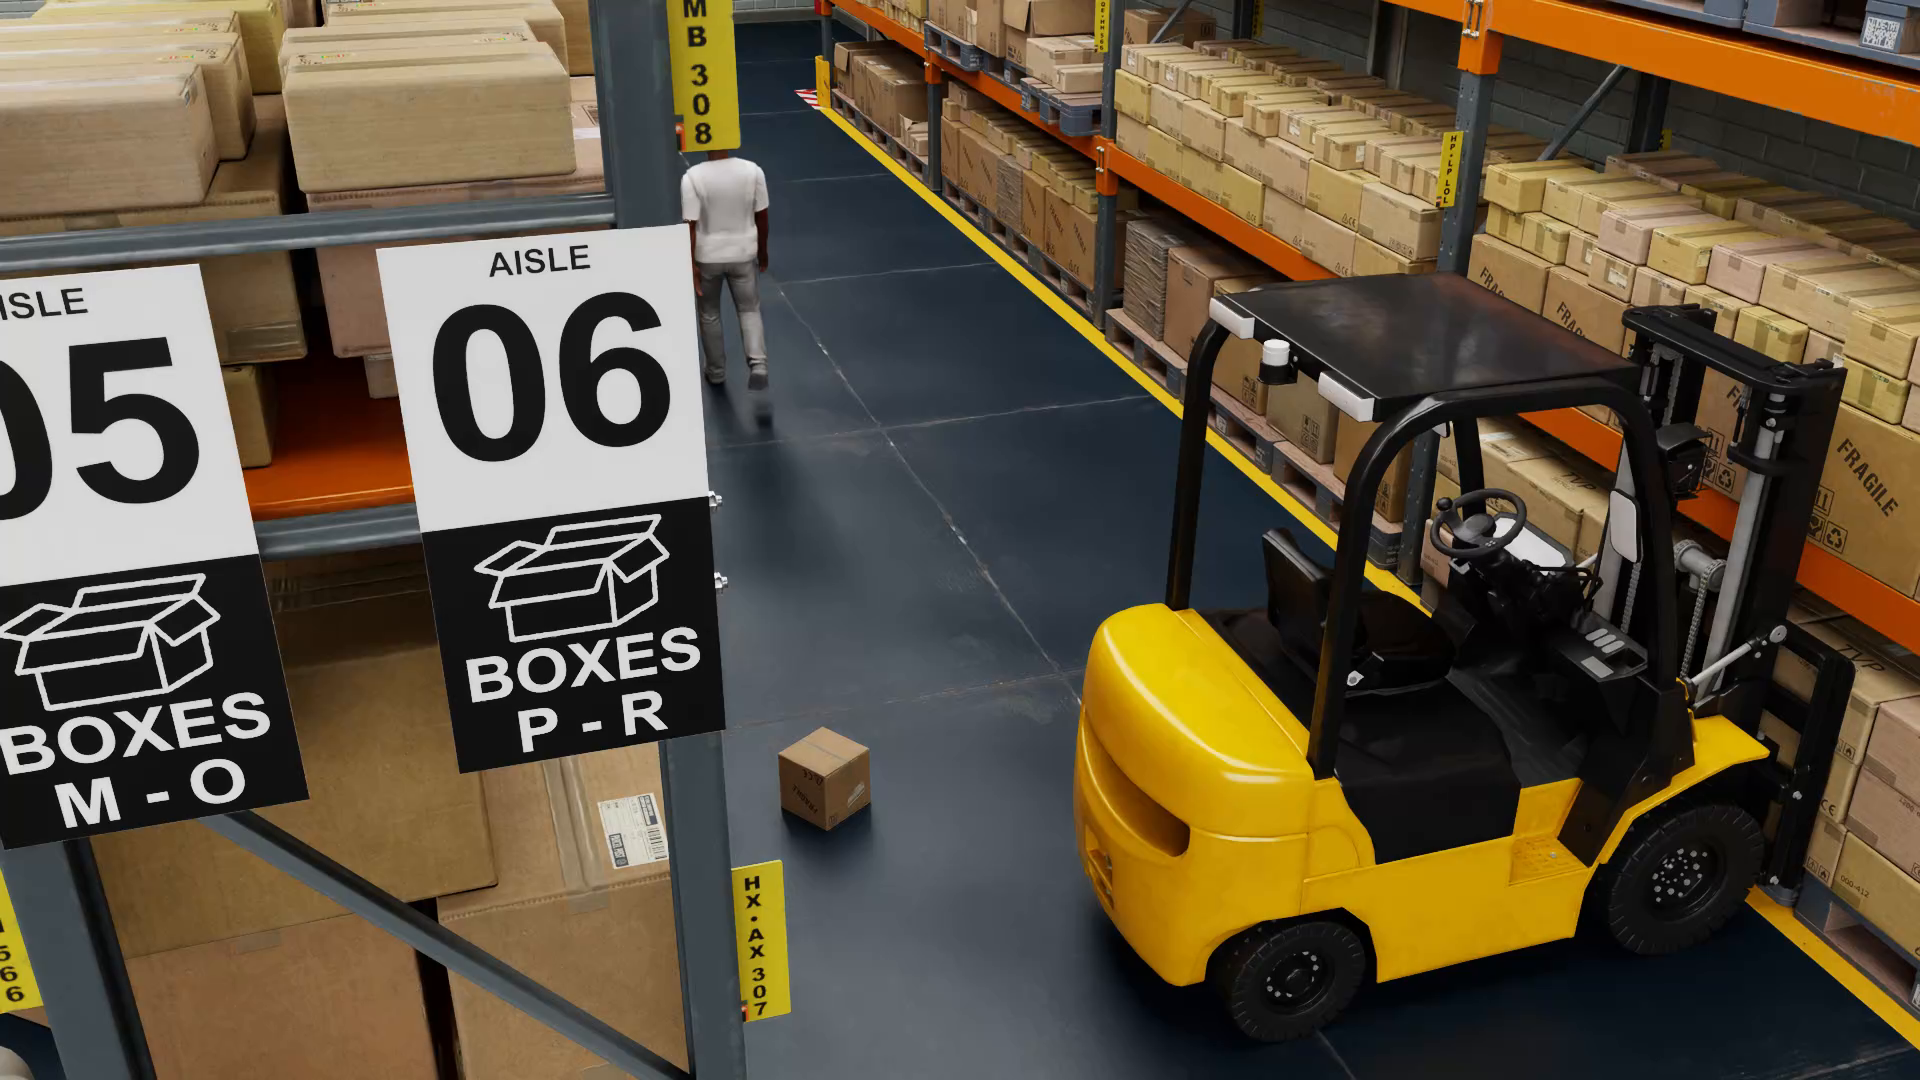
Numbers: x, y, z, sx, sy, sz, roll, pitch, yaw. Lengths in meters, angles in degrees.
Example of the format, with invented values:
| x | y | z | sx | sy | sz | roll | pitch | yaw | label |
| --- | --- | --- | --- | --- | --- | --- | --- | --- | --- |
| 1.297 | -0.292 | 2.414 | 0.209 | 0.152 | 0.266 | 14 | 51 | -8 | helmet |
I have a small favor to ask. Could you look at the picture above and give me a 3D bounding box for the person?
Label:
| x | y | z | sx | sy | sz | roll | pitch | yaw | label |
| --- | --- | --- | --- | --- | --- | --- | --- | --- | --- |
| -1.418 | -1.725 | 10.081 | 0.557 | 1.737 | 0.872 | -7 | 27 | -15 | person |
